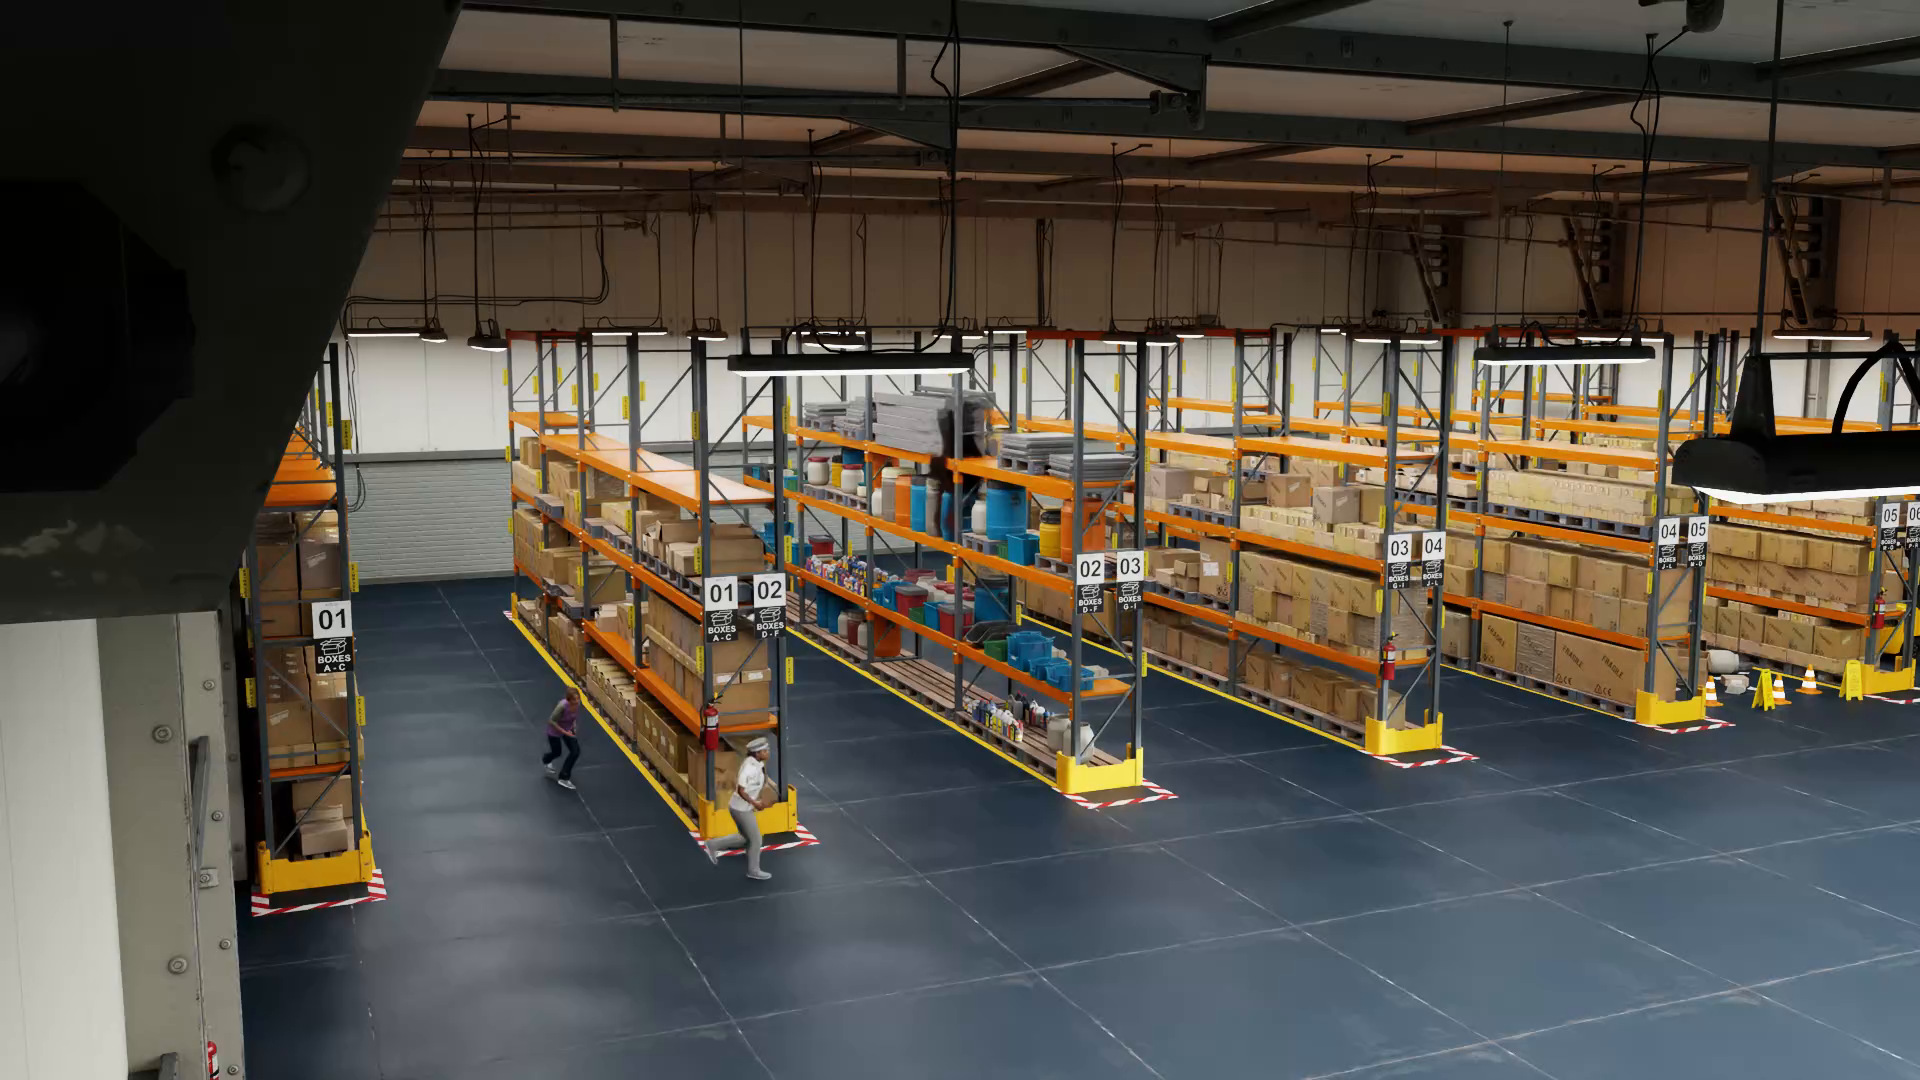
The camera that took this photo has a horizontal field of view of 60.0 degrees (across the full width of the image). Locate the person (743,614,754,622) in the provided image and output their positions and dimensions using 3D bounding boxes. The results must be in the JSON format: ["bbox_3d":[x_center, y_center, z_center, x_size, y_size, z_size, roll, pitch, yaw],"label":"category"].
[{"bbox_3d":[-3.524,1.768,27.540,0.538,1.613,0.787,-4,9,-27],"label":"person"}]

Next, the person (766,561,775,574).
[{"bbox_3d":[-4.228,0.332,38.000,0.862,1.720,0.635,7,11,43],"label":"person"}]

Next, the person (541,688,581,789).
[{"bbox_3d":[-5.419,2.621,22.419,1.044,1.419,0.527,7,11,43],"label":"person"}]

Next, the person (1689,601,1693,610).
[{"bbox_3d":[14.912,0.995,33.940,0.587,1.498,0.789,-6,10,-40],"label":"person"}]

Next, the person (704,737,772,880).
[{"bbox_3d":[-2.501,3.014,18.617,0.776,1.648,0.558,1,8,5],"label":"person"}]
